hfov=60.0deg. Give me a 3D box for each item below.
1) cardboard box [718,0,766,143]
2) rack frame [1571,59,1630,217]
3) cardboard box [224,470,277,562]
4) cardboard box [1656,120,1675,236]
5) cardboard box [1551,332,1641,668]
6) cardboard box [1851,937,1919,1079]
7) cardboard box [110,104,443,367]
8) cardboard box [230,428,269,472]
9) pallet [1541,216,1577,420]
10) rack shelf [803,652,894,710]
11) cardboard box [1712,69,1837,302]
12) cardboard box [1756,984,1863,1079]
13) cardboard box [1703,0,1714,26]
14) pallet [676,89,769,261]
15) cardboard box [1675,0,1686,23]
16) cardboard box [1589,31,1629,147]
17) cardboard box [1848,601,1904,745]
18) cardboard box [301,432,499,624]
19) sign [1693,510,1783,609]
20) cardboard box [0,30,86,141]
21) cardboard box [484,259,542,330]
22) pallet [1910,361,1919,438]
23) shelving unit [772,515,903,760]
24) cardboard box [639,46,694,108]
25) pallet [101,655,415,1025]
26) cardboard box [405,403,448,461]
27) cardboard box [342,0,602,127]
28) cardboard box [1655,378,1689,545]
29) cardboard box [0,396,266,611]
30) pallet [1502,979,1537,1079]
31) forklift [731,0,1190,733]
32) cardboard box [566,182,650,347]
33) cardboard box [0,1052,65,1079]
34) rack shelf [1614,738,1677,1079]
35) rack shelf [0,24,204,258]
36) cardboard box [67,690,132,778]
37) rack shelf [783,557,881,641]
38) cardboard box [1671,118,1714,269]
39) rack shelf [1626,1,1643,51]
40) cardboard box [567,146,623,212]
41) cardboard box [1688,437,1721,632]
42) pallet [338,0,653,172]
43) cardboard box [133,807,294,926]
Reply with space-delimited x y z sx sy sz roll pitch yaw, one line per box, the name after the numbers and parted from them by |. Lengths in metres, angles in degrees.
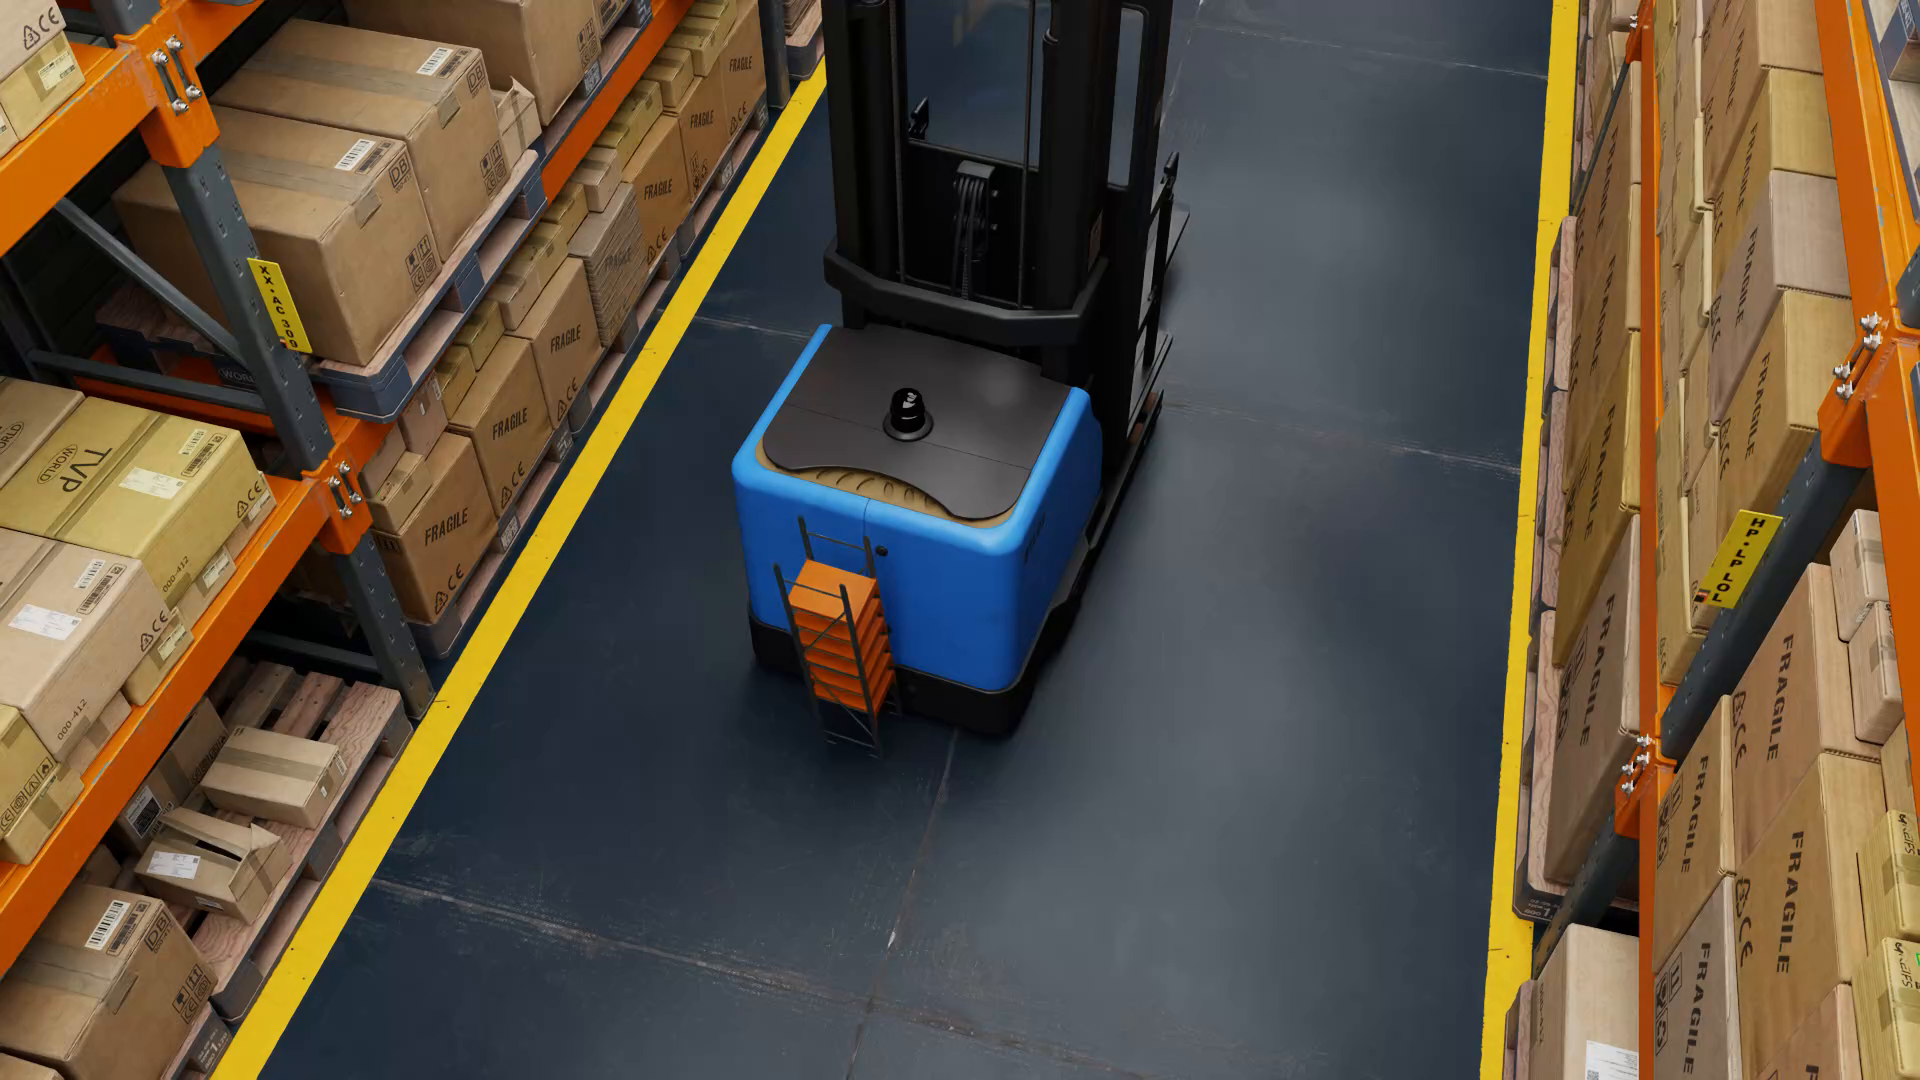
-1.288 -2.327 8.109 0.500 0.500 0.500 13 50 11 | cardboard box
3.406 -2.387 6.775 1.000 3.000 0.127 12 50 10 | rack frame
-2.277 -0.107 4.930 0.380 0.149 0.250 12 50 11 | cardboard box
2.773 -1.280 5.898 0.500 0.250 0.500 13 50 11 | cardboard box
2.669 -0.049 5.848 0.875 0.875 0.875 13 50 11 | cardboard box
1.719 0.841 2.760 0.380 0.149 0.250 10 49 9 | cardboard box
-2.093 -0.948 5.158 0.700 0.500 0.500 13 50 11 | cardboard box
-2.618 -0.320 5.905 0.380 0.149 0.250 10 49 9 | cardboard box
3.126 -0.909 7.330 1.003 0.211 1.213 12 50 10 | pallet
-0.378 0.447 5.680 0.258 0.103 0.180 16 60 14 | rack shelf
2.510 -0.969 4.790 0.500 0.500 0.500 13 50 11 | cardboard box
1.709 1.171 2.901 0.500 0.500 0.500 12 50 11 | cardboard box
2.919 -2.082 5.772 0.500 0.500 0.500 12 50 10 | cardboard box
-1.617 -1.909 8.213 1.003 0.211 1.213 12 50 10 | pallet
3.034 -2.185 6.363 0.500 0.250 0.500 11 50 10 | cardboard box
3.564 -2.063 7.962 0.950 0.372 0.625 9 49 7 | cardboard box
1.968 0.293 3.243 0.380 0.149 0.250 12 50 11 | cardboard box
-2.092 -0.088 6.133 0.500 0.500 0.500 14 50 12 | cardboard box
1.827 0.049 3.905 0.100 0.325 0.005 12 50 10 | sign
-2.246 -1.062 3.772 0.380 0.149 0.250 11 50 10 | cardboard box
-1.870 -0.982 6.489 0.380 0.149 0.250 11 50 10 | cardboard box
2.128 0.133 2.610 1.003 0.211 1.213 12 50 10 | pallet
-0.387 0.358 5.542 0.258 1.200 0.189 16 60 14 | shelving unit
-1.423 -2.098 7.474 0.380 0.149 0.250 10 49 9 | cardboard box
-2.618 0.949 5.691 1.003 0.211 1.213 12 50 10 | pallet
-2.087 -0.420 5.993 0.380 0.149 0.250 10 49 9 | cardboard box
-1.750 -1.891 5.990 0.700 0.500 0.500 11 50 10 | cardboard box
2.363 -0.187 4.933 0.500 0.250 0.500 11 49 10 | cardboard box
-2.335 -0.103 4.661 0.500 0.250 0.500 13 50 11 | cardboard box
2.078 1.964 4.795 1.003 0.211 1.213 12 50 10 | pallet
0.220 -1.407 5.956 1.130 2.935 3.031 16 50 13 | forklift
-1.683 -1.209 7.122 0.500 0.500 0.500 10 49 9 | cardboard box
-2.739 1.714 4.543 0.500 0.500 0.500 12 50 11 | cardboard box
1.827 2.191 3.214 1.077 0.370 4.000 12 50 10 | rack shelf
-2.963 0.221 2.952 1.077 0.370 4.000 12 50 10 | rack shelf
-2.465 0.463 4.427 0.380 0.149 0.250 13 50 11 | cardboard box
-0.405 0.186 5.278 0.258 0.103 0.180 16 60 14 | rack shelf
2.608 -1.089 5.396 0.500 0.250 0.500 12 50 11 | cardboard box
3.932 -3.596 8.321 1.077 0.370 4.000 12 50 10 | rack shelf
-1.645 -1.530 6.973 0.380 0.149 0.250 9 49 8 | cardboard box
2.235 0.024 4.414 0.500 0.250 0.500 12 50 10 | cardboard box
-1.891 -1.893 6.467 1.003 0.211 1.213 12 50 10 | pallet
-2.394 1.014 5.316 0.396 0.266 0.258 13 50 11 | cardboard box
